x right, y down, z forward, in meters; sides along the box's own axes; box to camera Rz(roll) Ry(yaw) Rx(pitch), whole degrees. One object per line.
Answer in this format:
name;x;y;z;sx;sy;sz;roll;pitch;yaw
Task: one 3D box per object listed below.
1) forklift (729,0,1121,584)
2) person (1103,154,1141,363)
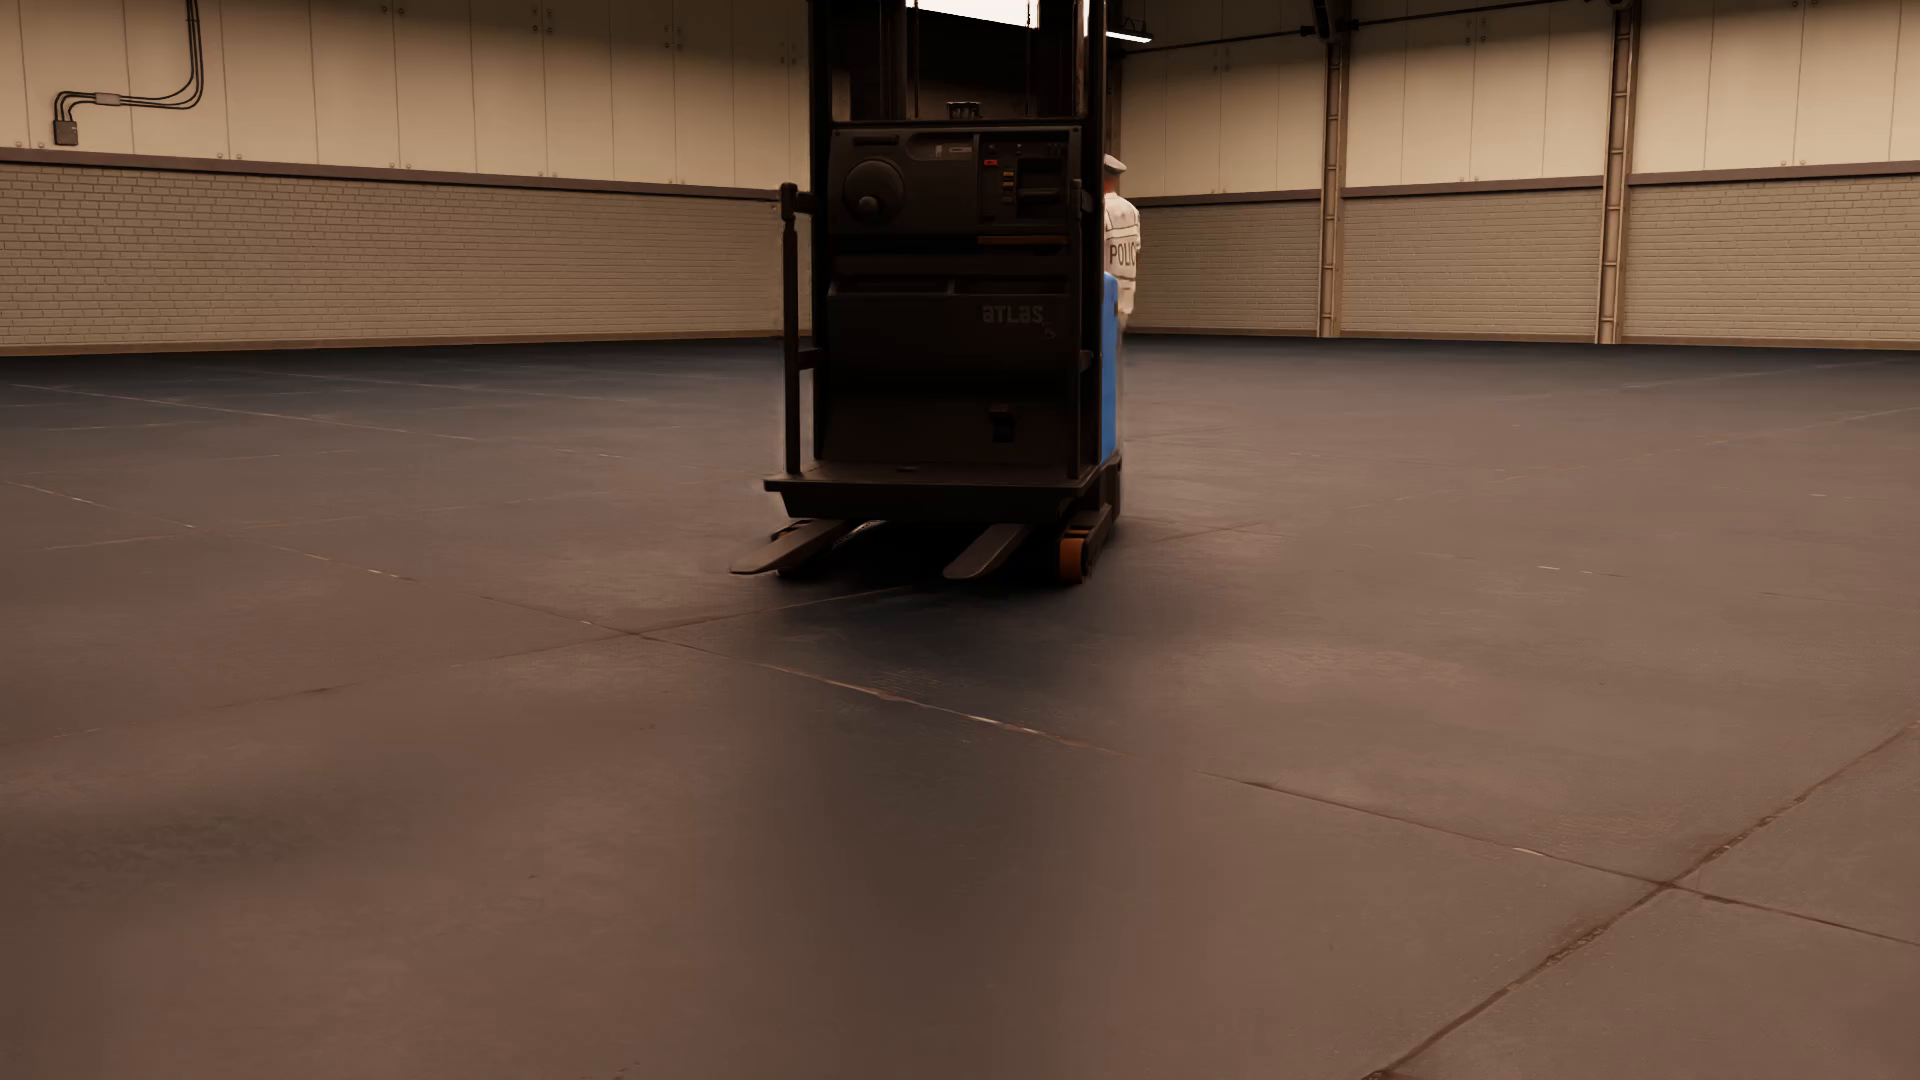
forklift;-0.056;-1.354;5.865;1.130;2.935;3.031;1;9;10
person;0.719;-1.345;9.614;0.575;1.781;0.642;6;10;35
